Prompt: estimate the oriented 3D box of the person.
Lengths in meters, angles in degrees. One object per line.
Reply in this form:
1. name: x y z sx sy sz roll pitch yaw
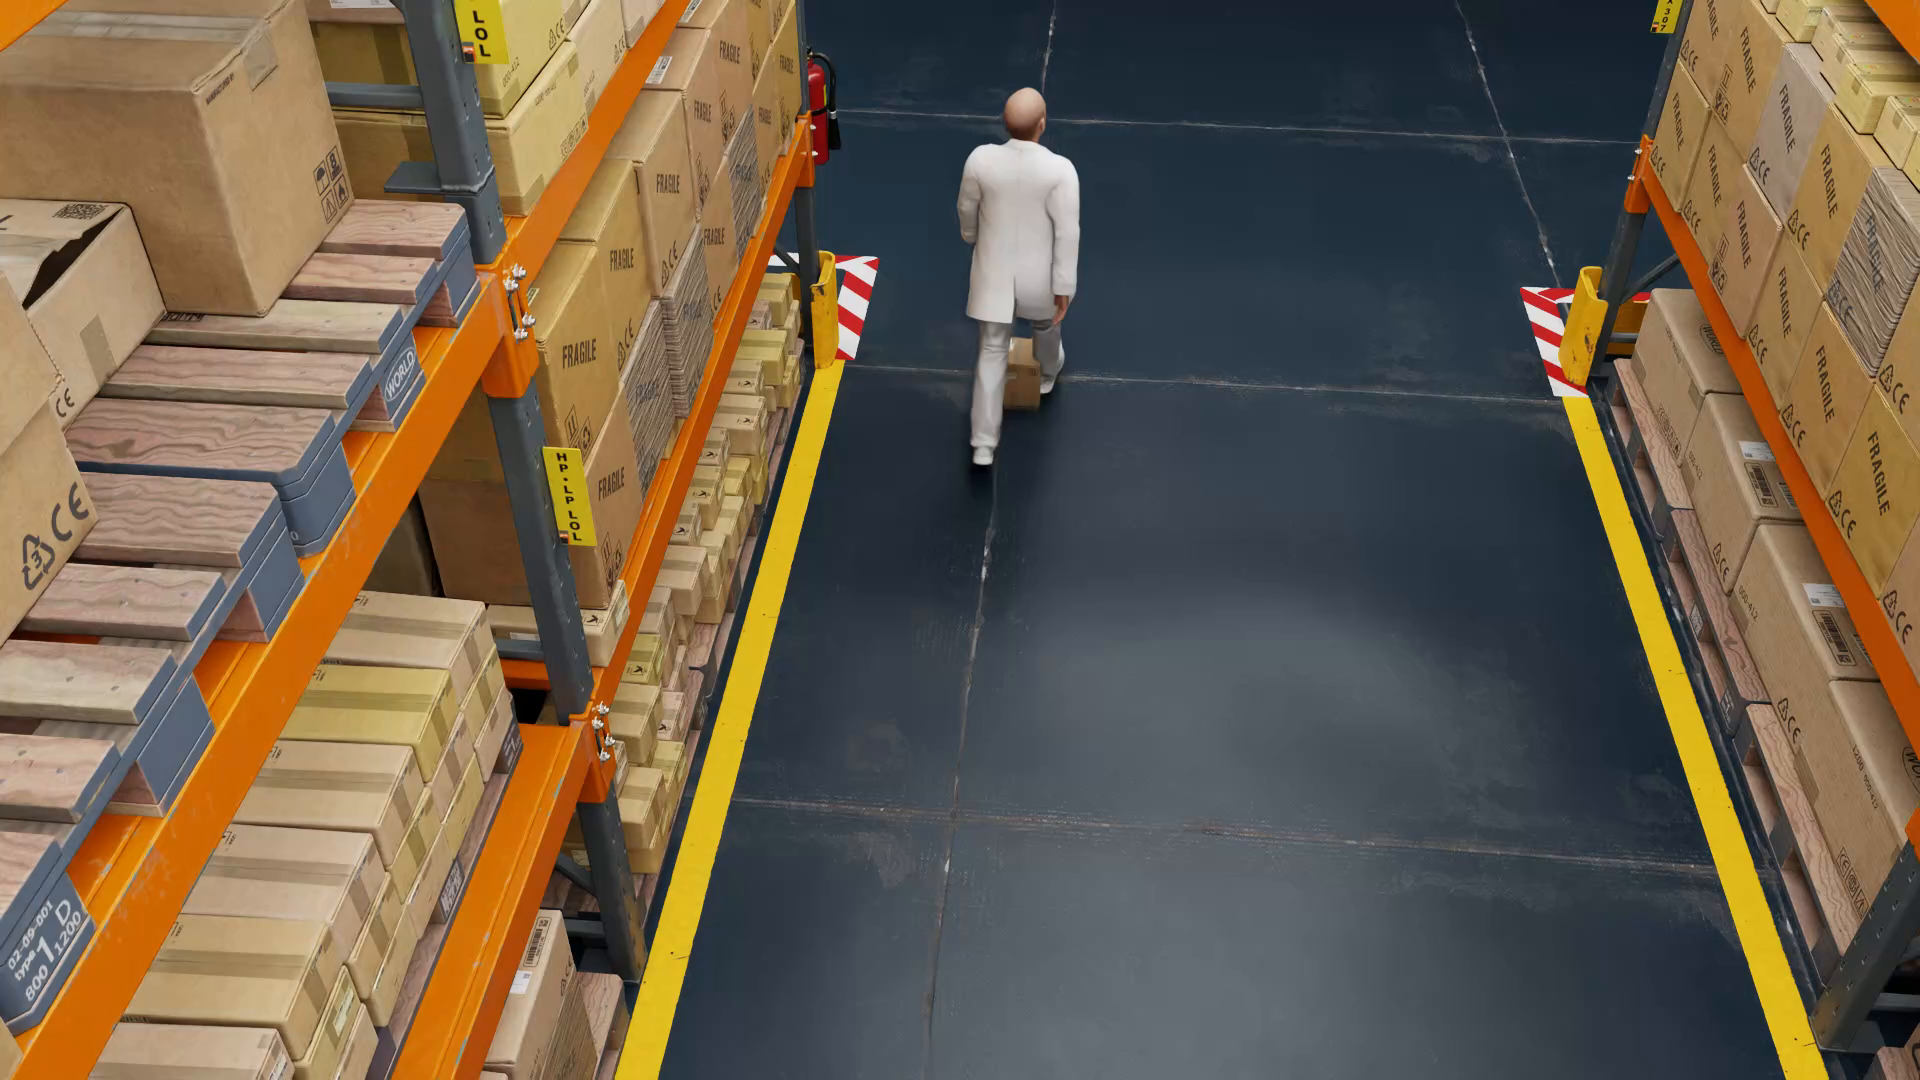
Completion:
1. person: 0.267 -1.288 7.720 0.602 1.726 1.139 7 40 8
